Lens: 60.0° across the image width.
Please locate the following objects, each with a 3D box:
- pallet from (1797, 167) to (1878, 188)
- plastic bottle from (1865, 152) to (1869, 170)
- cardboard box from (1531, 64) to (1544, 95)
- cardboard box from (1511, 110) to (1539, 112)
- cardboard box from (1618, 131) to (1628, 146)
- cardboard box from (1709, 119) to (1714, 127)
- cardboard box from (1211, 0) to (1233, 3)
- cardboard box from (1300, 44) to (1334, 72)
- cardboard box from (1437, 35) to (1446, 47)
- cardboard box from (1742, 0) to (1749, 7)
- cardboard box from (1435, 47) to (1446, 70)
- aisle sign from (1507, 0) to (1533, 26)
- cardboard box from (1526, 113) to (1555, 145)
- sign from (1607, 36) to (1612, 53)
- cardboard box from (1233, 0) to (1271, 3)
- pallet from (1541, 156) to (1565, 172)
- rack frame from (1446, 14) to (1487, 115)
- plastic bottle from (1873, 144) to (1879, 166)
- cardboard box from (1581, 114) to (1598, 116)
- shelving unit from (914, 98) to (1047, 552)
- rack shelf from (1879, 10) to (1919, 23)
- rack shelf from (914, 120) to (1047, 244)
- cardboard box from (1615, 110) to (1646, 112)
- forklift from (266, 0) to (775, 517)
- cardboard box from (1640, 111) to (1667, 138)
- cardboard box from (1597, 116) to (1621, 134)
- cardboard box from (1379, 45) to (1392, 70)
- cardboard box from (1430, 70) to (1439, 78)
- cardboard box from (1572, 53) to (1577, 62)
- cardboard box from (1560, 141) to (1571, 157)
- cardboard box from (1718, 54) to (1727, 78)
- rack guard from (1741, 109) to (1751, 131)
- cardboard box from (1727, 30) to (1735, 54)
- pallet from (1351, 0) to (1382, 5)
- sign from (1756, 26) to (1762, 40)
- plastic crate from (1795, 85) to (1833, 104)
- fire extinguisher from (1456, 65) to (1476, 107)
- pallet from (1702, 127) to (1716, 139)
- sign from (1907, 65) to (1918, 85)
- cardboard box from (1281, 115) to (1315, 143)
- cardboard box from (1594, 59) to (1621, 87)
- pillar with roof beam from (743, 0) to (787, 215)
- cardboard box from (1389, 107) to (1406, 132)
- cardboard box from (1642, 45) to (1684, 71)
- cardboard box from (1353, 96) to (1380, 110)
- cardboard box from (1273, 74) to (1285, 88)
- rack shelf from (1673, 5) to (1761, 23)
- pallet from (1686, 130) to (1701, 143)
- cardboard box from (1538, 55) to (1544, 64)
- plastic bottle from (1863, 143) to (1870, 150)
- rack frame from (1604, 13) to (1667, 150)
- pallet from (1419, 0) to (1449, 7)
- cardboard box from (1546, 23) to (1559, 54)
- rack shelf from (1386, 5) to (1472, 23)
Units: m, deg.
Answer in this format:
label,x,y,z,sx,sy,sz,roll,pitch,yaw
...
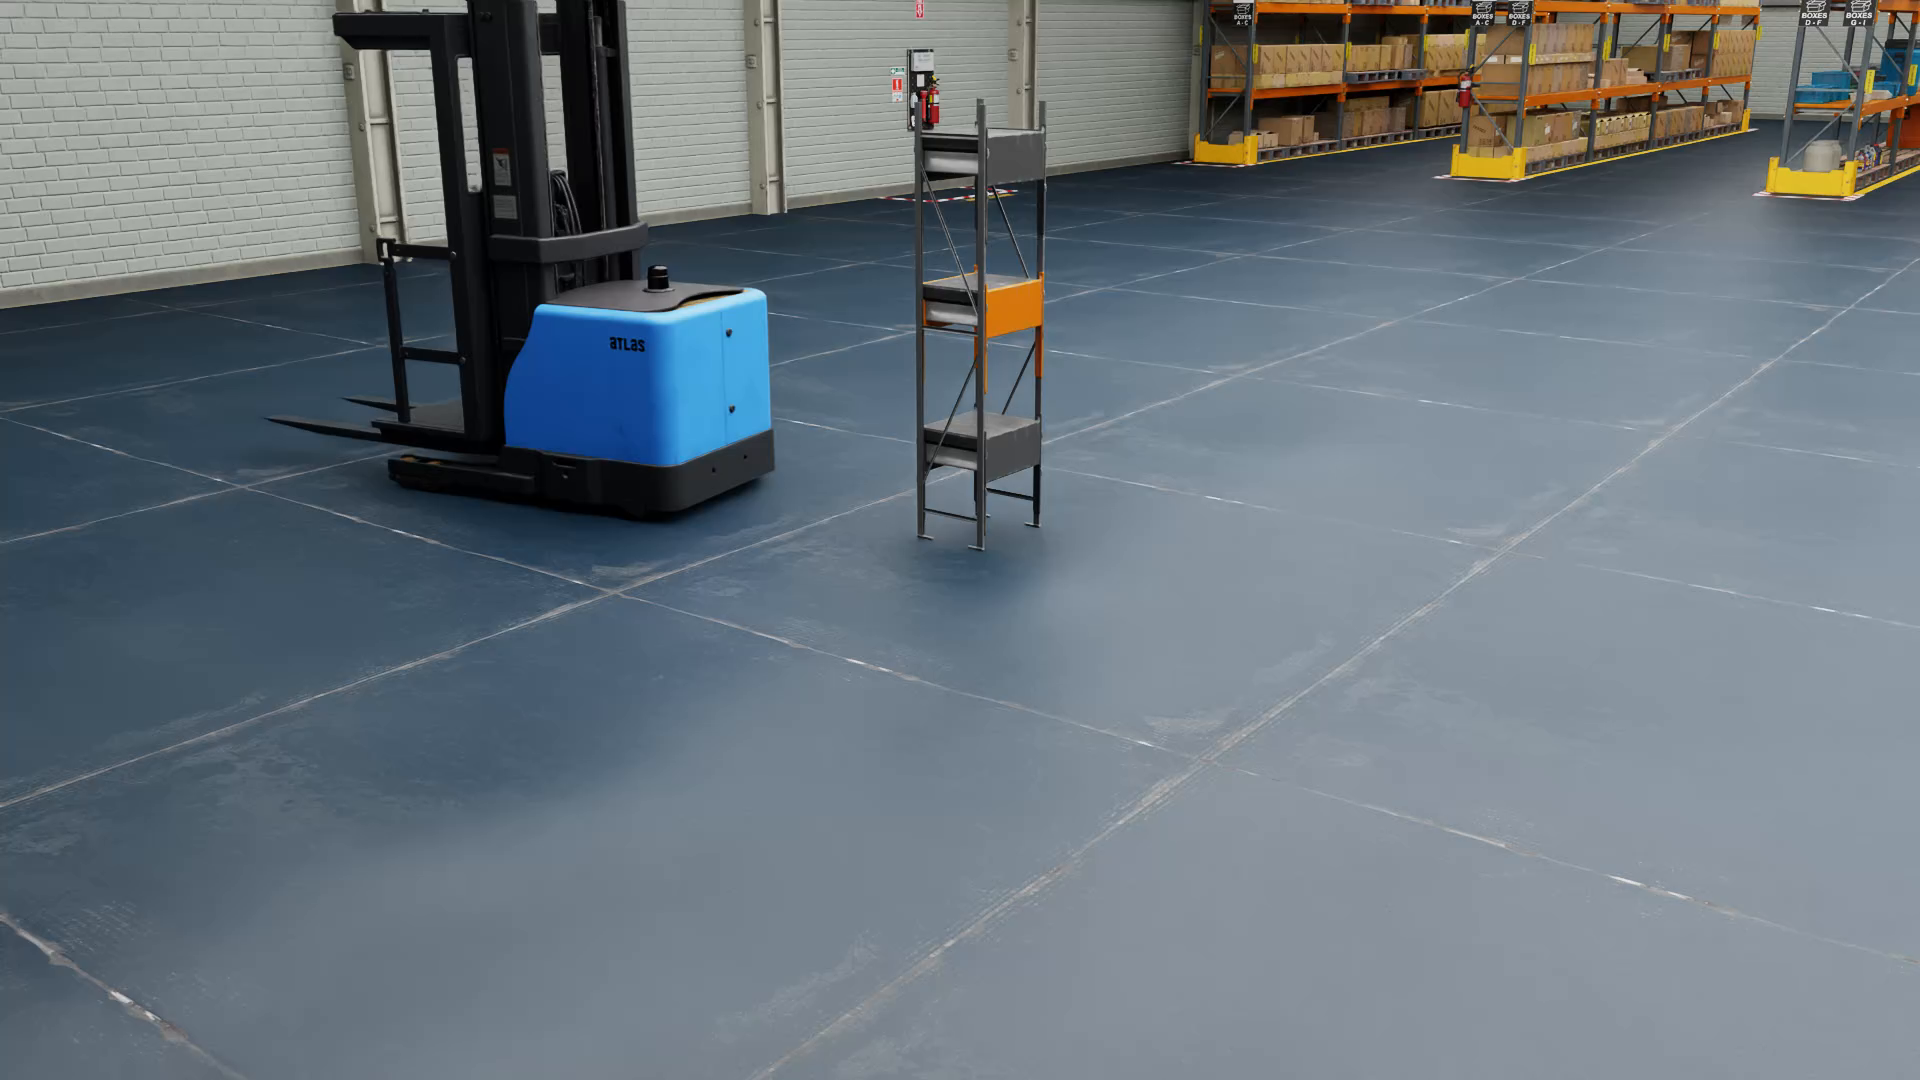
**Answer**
label,x,y,z,sx,sy,sz,roll,pitch,yaw
pallet,14.028,-5.817,26.620,1.003,0.211,1.213,12,21,35
plastic bottle,14.399,-6.030,26.462,0.097,0.271,0.097,0,17,0
cardboard box,9.426,-7.799,28.132,0.700,0.500,0.500,13,22,36
cardboard box,10.089,-7.422,29.748,0.500,0.500,0.500,12,21,35
cardboard box,12.567,-7.775,32.152,0.500,0.250,0.500,13,21,36
cardboard box,16.910,-9.501,37.817,0.380,0.166,0.250,12,21,35
cardboard box,4.893,-10.025,30.208,0.500,0.500,0.500,14,22,39
cardboard box,6.905,-9.353,32.258,0.500,0.500,0.500,12,21,34
cardboard box,10.412,-11.045,36.784,0.500,0.250,0.500,12,21,34
cardboard box,17.674,-12.281,37.928,0.500,0.250,0.500,12,21,35
cardboard box,10.429,-10.689,36.904,0.500,0.500,0.500,13,22,36
aisle sign,9.036,-8.688,26.781,0.394,0.787,0.004,12,21,35
cardboard box,9.911,-7.091,28.685,0.500,0.500,0.500,12,21,35
sign,13.154,-10.031,33.668,0.100,0.325,0.005,12,21,35
cardboard box,5.248,-9.916,29.858,0.500,0.500,0.500,13,22,36
pallet,9.978,-6.664,29.346,1.003,0.211,1.213,12,21,35
rack frame,11.998,-11.249,39.410,1.000,3.000,0.127,12,21,35
plastic bottle,14.921,-6.288,27.160,0.144,0.351,0.185,11,20,32
cardboard box,12.130,-8.134,32.362,0.500,0.311,0.500,12,21,34
shelving unit,0.099,-1.042,8.059,0.431,2.100,0.503,12,21,35
rack shelf,16.380,-9.158,28.833,1.077,0.370,4.000,12,21,35
rack shelf,0.099,-1.698,7.856,0.431,0.518,0.480,12,21,35
cardboard box,13.964,-8.703,34.683,0.500,0.500,0.500,13,22,37
forklift,-2.586,-1.798,9.091,3.031,2.935,1.130,8,19,25
cardboard box,14.096,-8.496,34.019,0.500,0.500,0.500,14,22,37
cardboard box,12.268,-7.921,31.675,0.500,0.311,0.500,12,21,33
cardboard box,8.618,-10.140,34.928,0.700,0.500,0.500,12,21,35
cardboard box,10.380,-10.330,36.841,0.380,0.149,0.250,13,22,36
cardboard box,10.614,-8.482,29.238,0.380,0.149,0.250,12,21,34
cardboard box,10.519,-6.969,29.554,0.500,0.250,0.500,12,21,35
cardboard box,16.804,-10.618,37.210,0.500,0.500,0.500,13,21,36
rack guard,18.317,-10.116,39.975,1.175,0.500,0.348,12,21,35
cardboard box,17.099,-11.208,37.423,0.500,0.500,0.500,12,21,33
pallet,7.685,-10.815,33.270,1.213,0.211,1.003,12,21,35
sign,18.796,-11.928,39.113,0.100,0.325,0.005,12,21,35
plastic crate,12.862,-6.741,25.145,0.499,0.251,0.616,12,21,35
fire extinguisher,8.385,-7.534,27.576,0.296,0.674,0.183,12,21,35
pallet,16.389,-9.206,37.534,1.003,0.211,1.213,12,21,35
sign,15.623,-7.625,27.275,0.100,0.325,0.005,12,21,35
cardboard box,6.645,-8.106,32.761,0.500,0.500,0.500,11,20,31
cardboard box,12.295,-8.942,31.812,0.500,0.500,0.500,12,21,35
pillar with roof beam,0.878,-7.957,18.693,9.100,9.000,0.400,12,21,35
cardboard box,9.228,-9.132,36.066,0.700,0.500,0.500,13,21,35
cardboard box,14.578,-10.024,34.589,0.500,0.500,0.700,-15,23,-40
cardboard box,8.535,-9.242,35.156,0.500,0.250,0.500,12,21,34
cardboard box,5.692,-8.515,30.826,0.500,0.250,0.500,12,21,33
rack shelf,17.170,-11.940,37.790,1.077,0.370,4.000,12,21,35
pallet,15.524,-8.843,36.363,1.003,0.211,1.213,12,21,35
cardboard box,9.540,-8.052,27.853,0.380,0.149,0.250,13,21,35
plastic bottle,14.920,-6.359,27.389,0.144,0.351,0.185,12,21,35
rack frame,13.595,-9.422,33.527,1.000,3.000,0.127,12,21,35
pallet,9.956,-11.802,36.450,1.213,0.211,1.003,14,22,37
cardboard box,9.757,-8.552,28.368,0.700,0.500,0.500,13,21,35
rack shelf,10.807,-11.862,37.538,1.077,0.370,4.000,12,21,35
